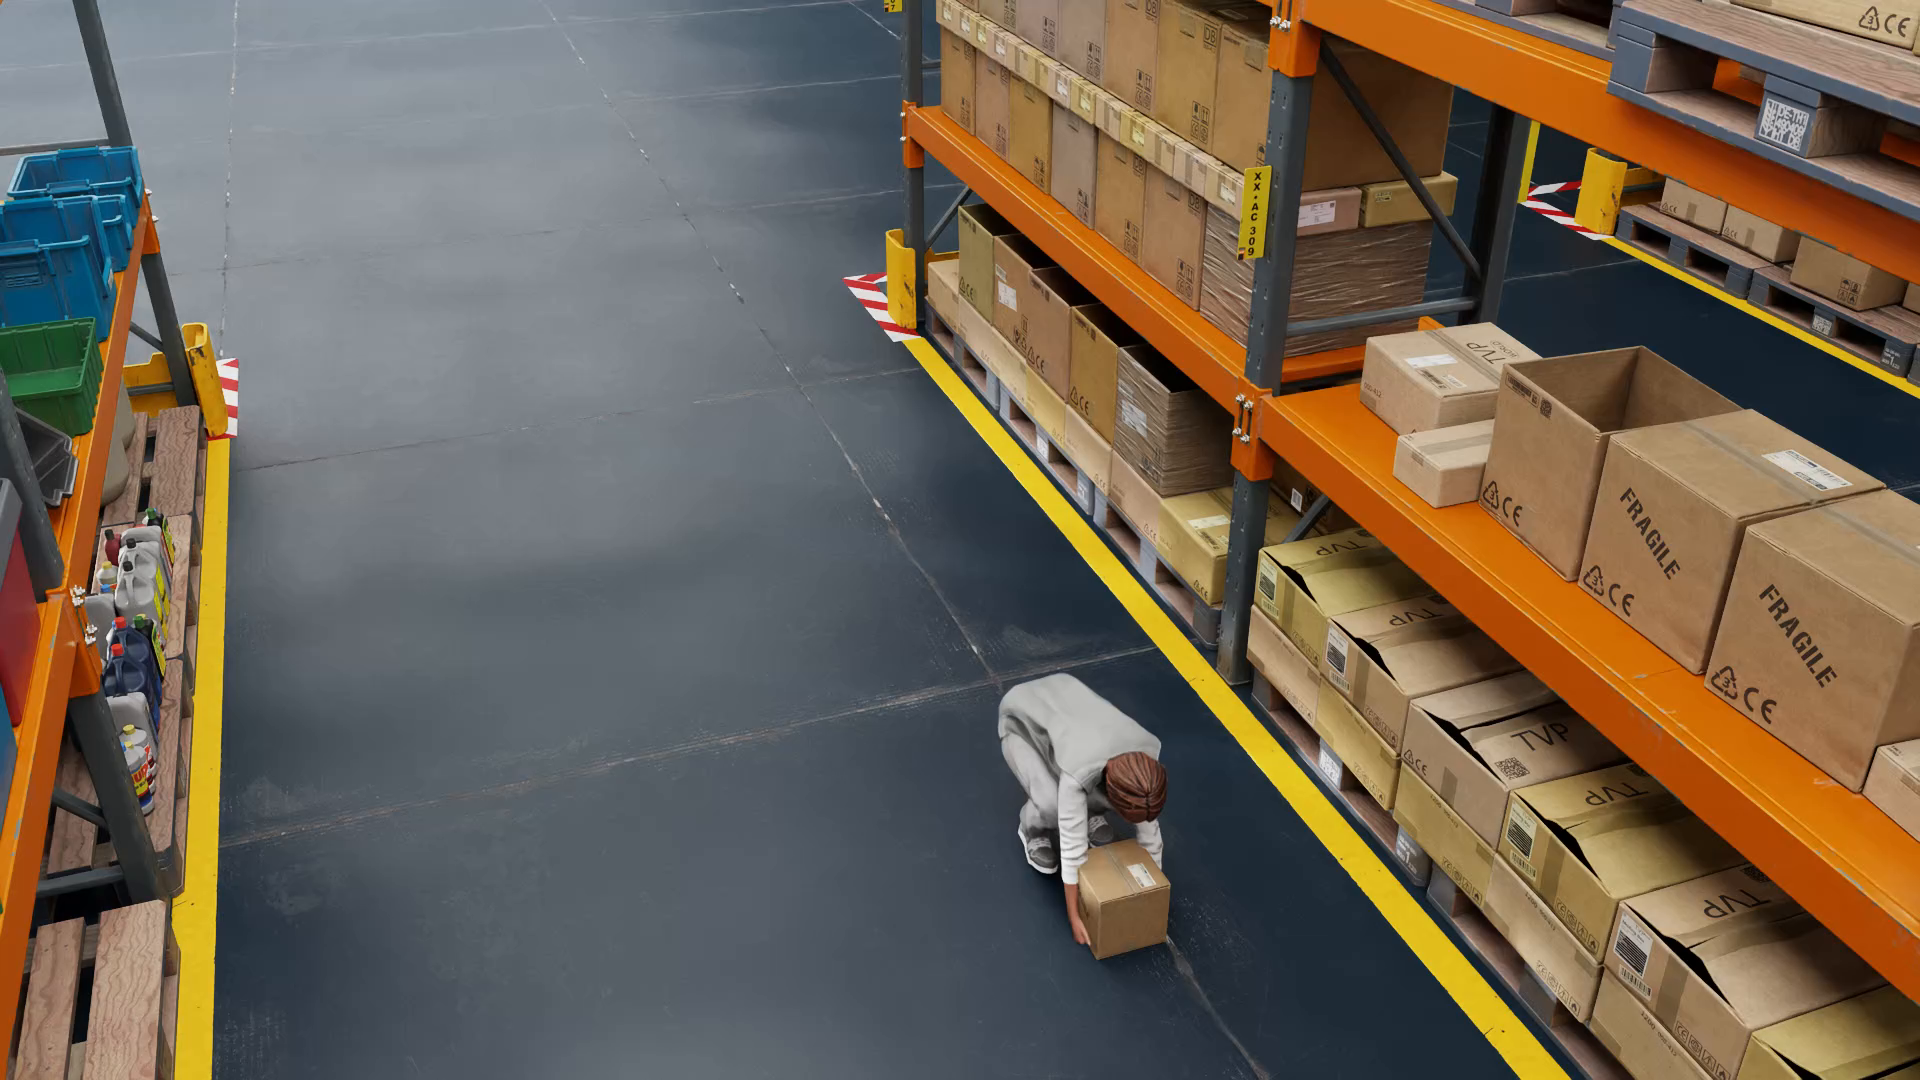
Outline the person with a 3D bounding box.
[{"bbox_3d":[0.385,0.400,5.458,0.408,1.589,0.495,-11,32,-17],"label":"person"}]
